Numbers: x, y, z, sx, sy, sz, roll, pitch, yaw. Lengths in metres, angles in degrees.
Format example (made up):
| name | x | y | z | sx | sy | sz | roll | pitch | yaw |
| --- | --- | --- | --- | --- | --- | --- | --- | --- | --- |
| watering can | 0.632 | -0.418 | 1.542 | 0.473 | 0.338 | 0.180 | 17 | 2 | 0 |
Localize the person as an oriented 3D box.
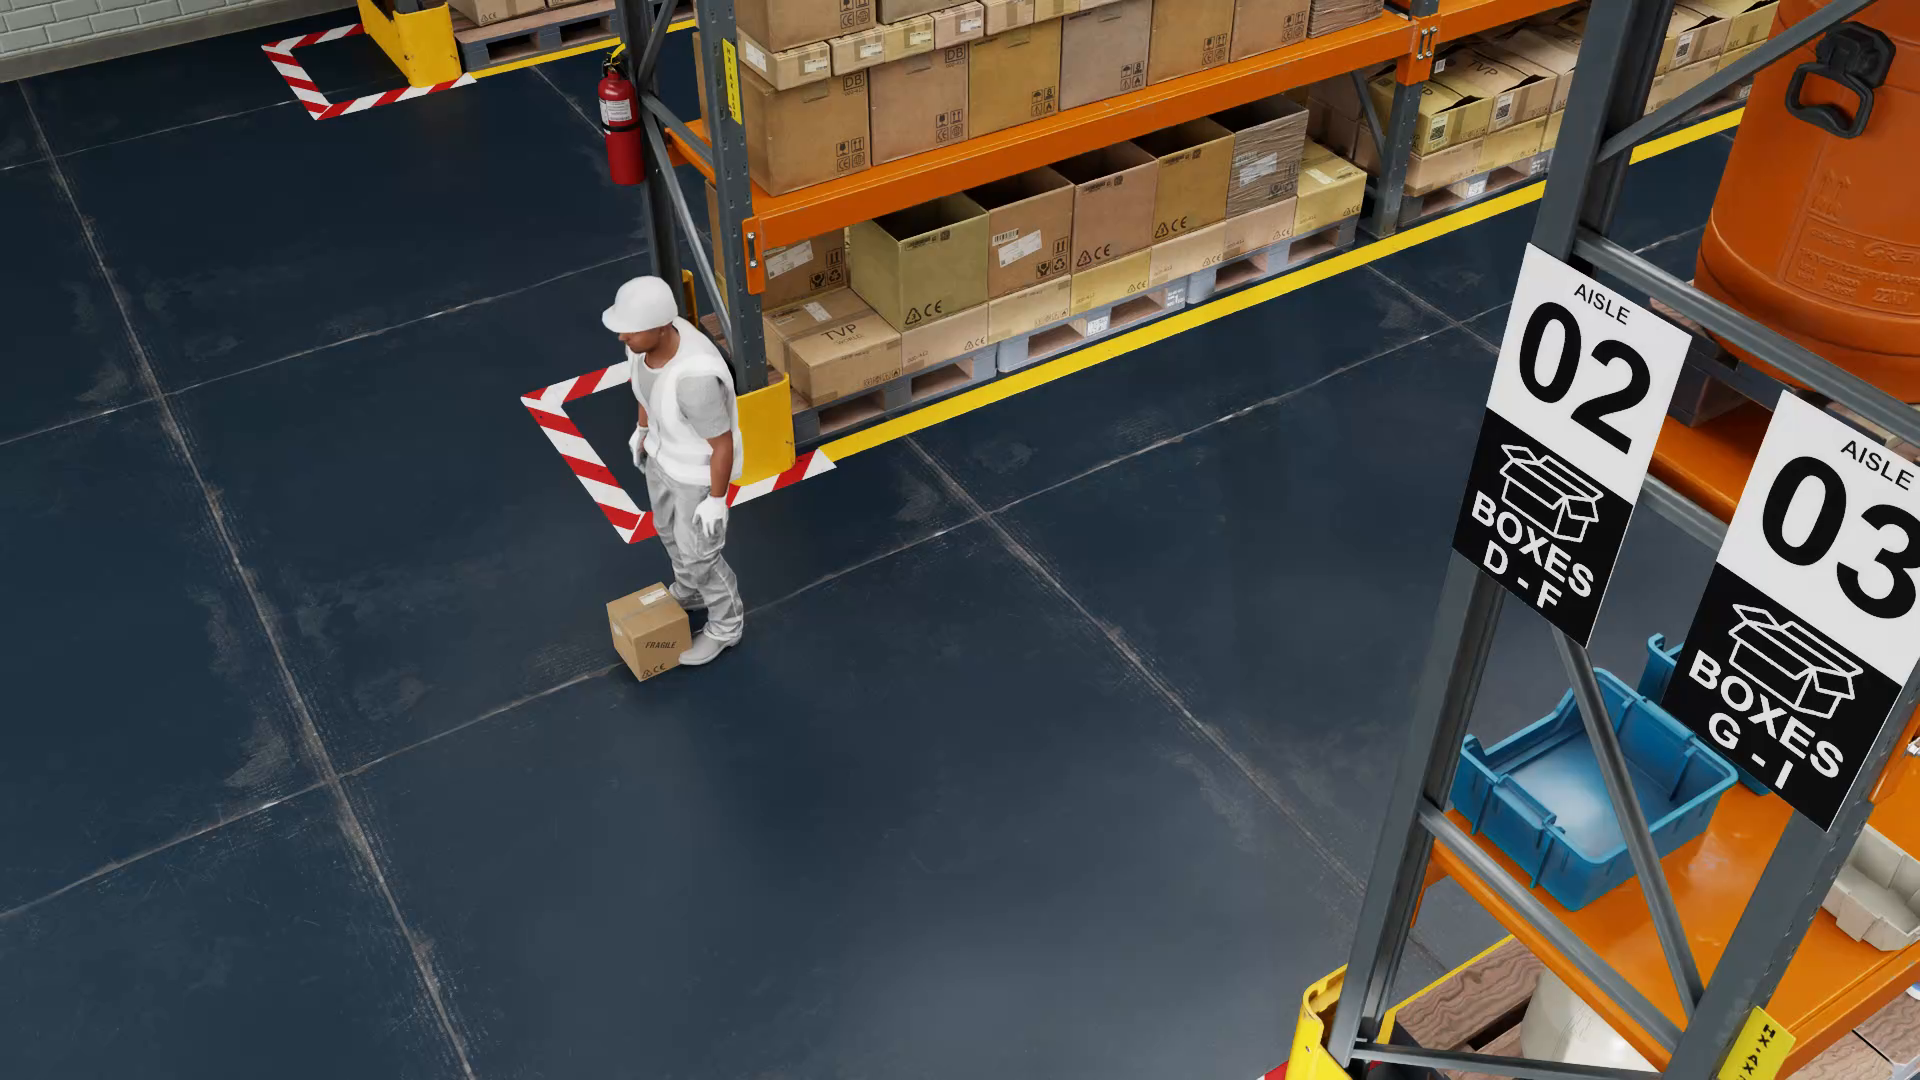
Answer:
| name | x | y | z | sx | sy | sz | roll | pitch | yaw |
| --- | --- | --- | --- | --- | --- | --- | --- | --- | --- |
| person | -1.087 | -0.282 | 6.480 | 0.452 | 1.773 | 0.625 | -25 | 46 | -27 |
